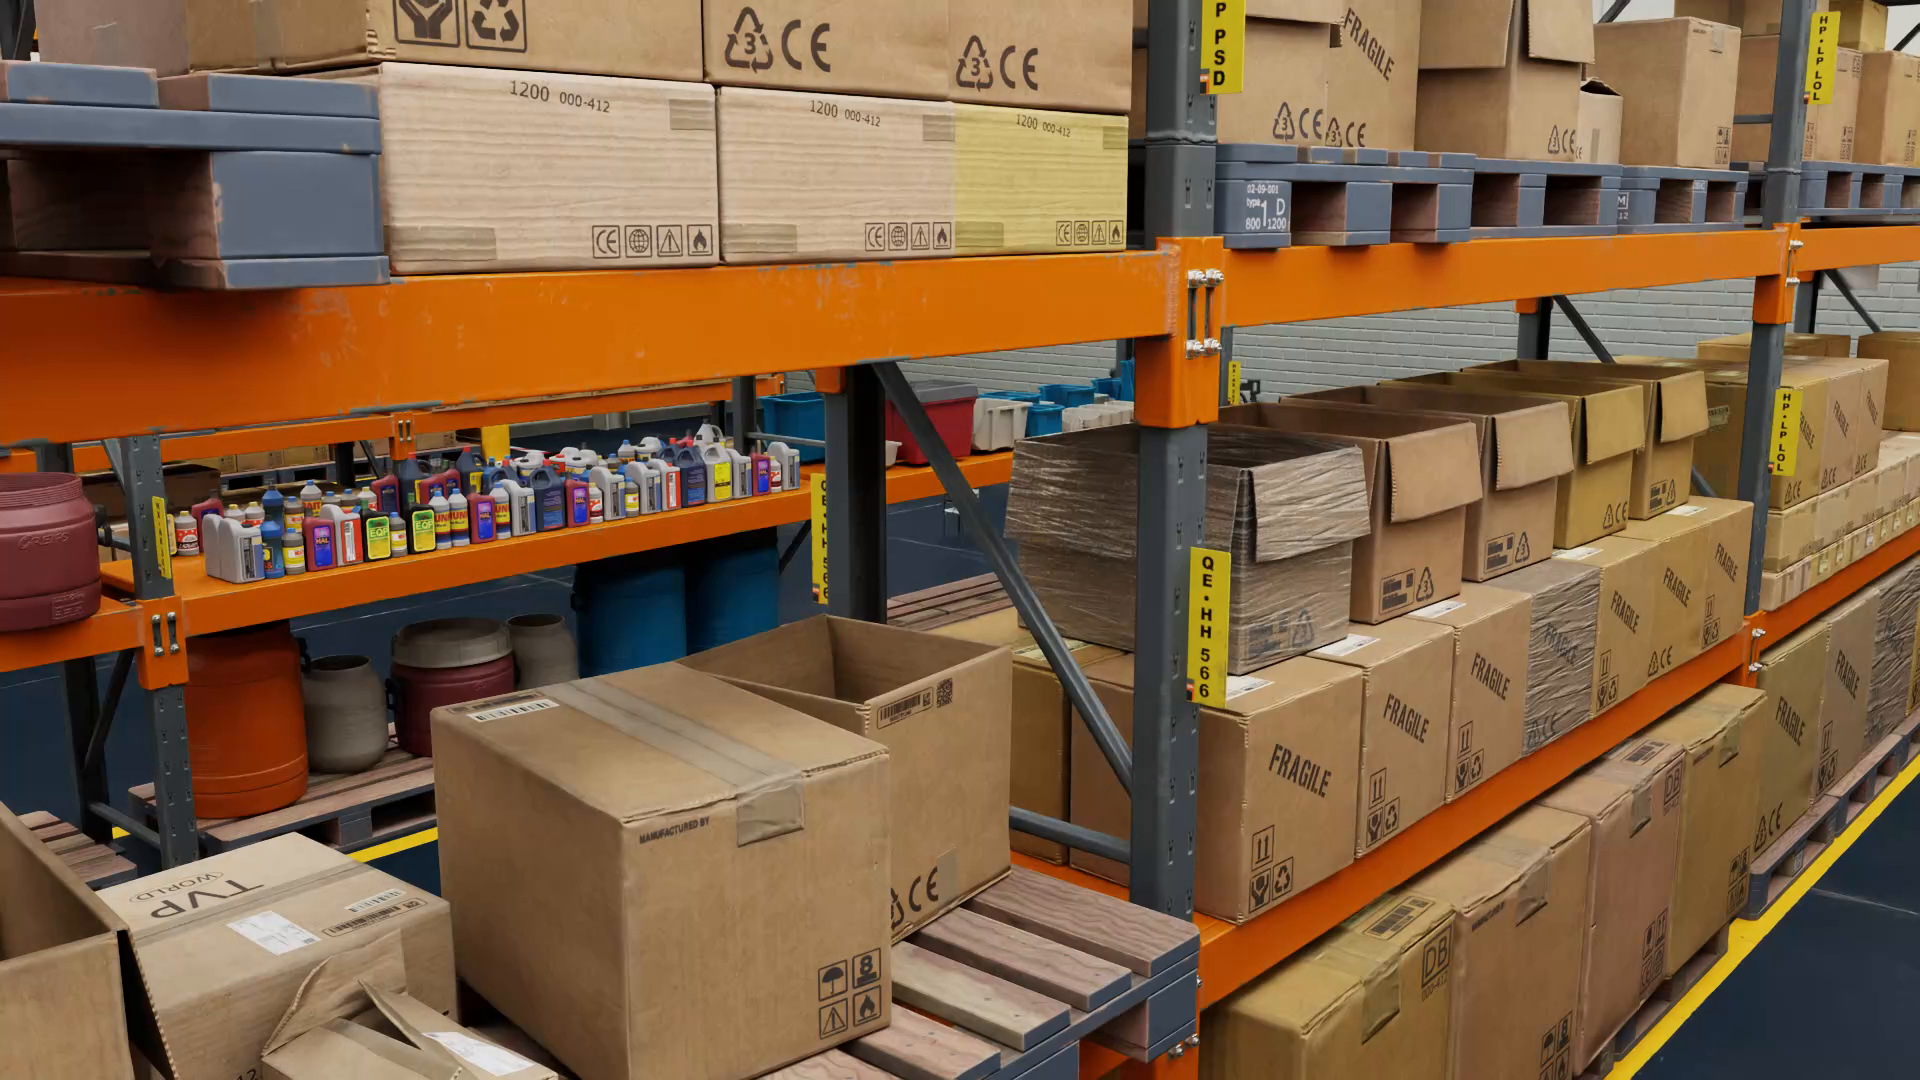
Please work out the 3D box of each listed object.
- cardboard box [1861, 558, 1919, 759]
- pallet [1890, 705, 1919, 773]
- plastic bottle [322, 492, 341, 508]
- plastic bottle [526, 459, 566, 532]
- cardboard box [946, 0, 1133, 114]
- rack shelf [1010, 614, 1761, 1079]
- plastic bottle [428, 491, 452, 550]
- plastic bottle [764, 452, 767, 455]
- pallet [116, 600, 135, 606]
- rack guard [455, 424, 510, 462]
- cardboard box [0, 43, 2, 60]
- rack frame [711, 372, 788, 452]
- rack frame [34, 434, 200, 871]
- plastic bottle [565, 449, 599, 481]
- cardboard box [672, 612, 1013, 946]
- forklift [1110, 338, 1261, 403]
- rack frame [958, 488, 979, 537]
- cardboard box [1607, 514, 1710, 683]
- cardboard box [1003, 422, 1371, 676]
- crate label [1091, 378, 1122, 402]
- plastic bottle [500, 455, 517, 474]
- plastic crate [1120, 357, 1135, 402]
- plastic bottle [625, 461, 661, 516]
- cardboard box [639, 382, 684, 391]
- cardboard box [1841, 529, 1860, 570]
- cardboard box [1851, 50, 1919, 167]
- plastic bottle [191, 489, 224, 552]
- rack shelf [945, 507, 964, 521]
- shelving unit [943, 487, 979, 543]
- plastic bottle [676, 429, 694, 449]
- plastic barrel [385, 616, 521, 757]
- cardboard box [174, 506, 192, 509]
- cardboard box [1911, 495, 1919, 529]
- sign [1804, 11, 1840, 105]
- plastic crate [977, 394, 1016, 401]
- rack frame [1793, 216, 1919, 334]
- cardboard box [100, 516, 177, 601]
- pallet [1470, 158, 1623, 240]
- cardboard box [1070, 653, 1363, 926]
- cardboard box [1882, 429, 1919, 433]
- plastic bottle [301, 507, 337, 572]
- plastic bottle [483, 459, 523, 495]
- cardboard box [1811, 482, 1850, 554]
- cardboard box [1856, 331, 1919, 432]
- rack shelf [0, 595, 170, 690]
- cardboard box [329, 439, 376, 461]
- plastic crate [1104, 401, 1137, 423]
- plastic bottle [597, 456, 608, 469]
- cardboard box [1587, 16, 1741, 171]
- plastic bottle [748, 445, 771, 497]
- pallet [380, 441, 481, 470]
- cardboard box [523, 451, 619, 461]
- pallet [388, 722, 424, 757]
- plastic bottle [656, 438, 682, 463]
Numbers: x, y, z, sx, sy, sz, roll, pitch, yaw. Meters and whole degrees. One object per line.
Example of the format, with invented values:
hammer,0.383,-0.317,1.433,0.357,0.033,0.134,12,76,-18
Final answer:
cardboard box,4.409,0.537,8.716,0.875,0.875,0.875,10,15,40
pallet,4.903,0.958,9.376,1.003,0.211,1.213,10,15,40
plastic bottle,-3.120,-0.138,8.251,0.097,0.201,0.097,0,11,0
plastic bottle,-2.077,-0.225,8.307,0.144,0.351,0.185,10,15,40
cardboard box,-0.036,-1.023,2.983,0.500,0.500,0.500,10,15,42
rack shelf,1.411,0.698,5.393,1.077,0.370,4.000,10,15,40
plastic bottle,-2.458,-0.094,7.854,0.097,0.271,0.097,0,11,0
plastic bottle,-1.113,-0.405,9.589,0.097,0.201,0.097,0,11,0
pallet,-6.021,0.442,11.958,1.003,0.211,1.213,10,15,40
rack guard,-5.775,-1.236,19.624,1.175,0.500,0.348,10,15,40
cardboard box,-1.387,-0.623,2.037,0.380,0.166,0.250,9,15,39
rack frame,-2.067,-1.819,16.158,1.000,3.000,0.127,10,15,40
rack frame,-3.630,-0.001,7.056,1.000,3.000,0.127,10,15,40
plastic bottle,-2.078,-0.353,9.139,0.152,0.276,0.135,10,15,40
cardboard box,-0.236,0.469,3.375,0.500,0.500,0.500,8,14,33
forklift,2.243,-1.624,15.357,3.031,2.935,1.130,-4,12,-18
rack frame,0.072,-0.457,14.704,0.240,0.900,0.006,10,15,40
cardboard box,2.296,0.178,5.905,0.500,0.500,0.500,10,15,42
cardboard box,0.586,-0.007,4.269,0.797,0.503,0.637,10,15,42
crate label,1.241,-1.131,12.990,0.416,0.233,0.303,10,15,40
plastic bottle,-2.442,-0.323,9.000,0.097,0.271,0.097,0,11,0
plastic crate,1.571,-1.151,12.572,0.616,0.435,0.499,10,15,40
plastic bottle,-1.669,-0.281,8.775,0.152,0.276,0.135,10,15,40
cardboard box,-2.832,-1.617,14.893,0.500,0.500,0.500,10,15,41
cardboard box,3.864,0.020,7.594,0.380,0.149,0.250,9,15,40
cardboard box,4.013,-1.984,7.743,0.700,0.500,0.500,11,15,43
plastic bottle,-3.531,-0.092,7.811,0.061,0.283,0.133,10,15,40
rack shelf,0.005,-0.233,14.671,0.258,0.077,0.200,10,15,40
shelving unit,0.005,-0.442,14.629,0.258,0.900,0.210,10,15,40
plastic bottle,-1.640,-0.513,9.921,0.061,0.283,0.133,10,15,40
plastic barrel,-2.574,0.736,8.454,0.600,0.588,0.708,10,15,40
cardboard box,-5.889,-0.028,12.451,0.500,0.500,0.500,10,15,41
cardboard box,4.711,-0.169,8.538,0.380,0.149,0.250,9,15,39
sign,3.145,-1.759,6.077,0.100,0.325,0.005,10,15,40
plastic crate,0.174,-0.893,11.799,0.416,0.233,0.300,10,15,40
rack frame,5.372,-0.537,9.742,1.000,3.000,0.127,10,15,40
cardboard box,-5.816,0.110,11.760,0.500,0.500,0.500,9,14,38
pallet,1.212,-1.005,4.908,1.003,0.211,1.213,11,16,43
cardboard box,0.616,0.554,4.021,0.500,0.500,0.500,10,15,42
cardboard box,5.251,-0.504,9.199,0.500,0.250,0.500,9,15,39
plastic bottle,-2.850,-0.008,7.389,0.061,0.283,0.133,10,15,40
plastic bottle,-2.280,-0.225,8.306,0.144,0.351,0.185,10,15,40
cardboard box,3.570,-0.129,7.321,0.500,0.250,0.500,10,15,40
cardboard box,5.248,-0.872,9.125,0.500,0.500,0.500,10,15,41
rack shelf,-4.950,0.646,5.653,1.077,0.370,4.000,10,15,40
cardboard box,-6.839,-1.175,18.245,0.700,0.500,0.500,9,14,39
plastic crate,1.249,-0.934,12.251,0.396,0.136,0.243,10,15,40
plastic bottle,-2.048,-0.377,9.446,0.097,0.201,0.097,0,11,0
cardboard box,2.356,-1.588,6.017,0.700,0.500,0.500,10,15,42
plastic bottle,-1.125,-0.392,9.314,0.061,0.283,0.133,10,15,40
pallet,-6.260,-0.963,18.995,1.003,0.211,1.213,10,15,40
cardboard box,-3.471,-0.499,14.800,0.797,0.503,0.637,10,15,40
pallet,-2.335,1.067,8.831,1.003,0.211,1.213,10,15,40
plastic bottle,-1.580,-0.379,9.075,0.144,0.351,0.185,10,15,40
